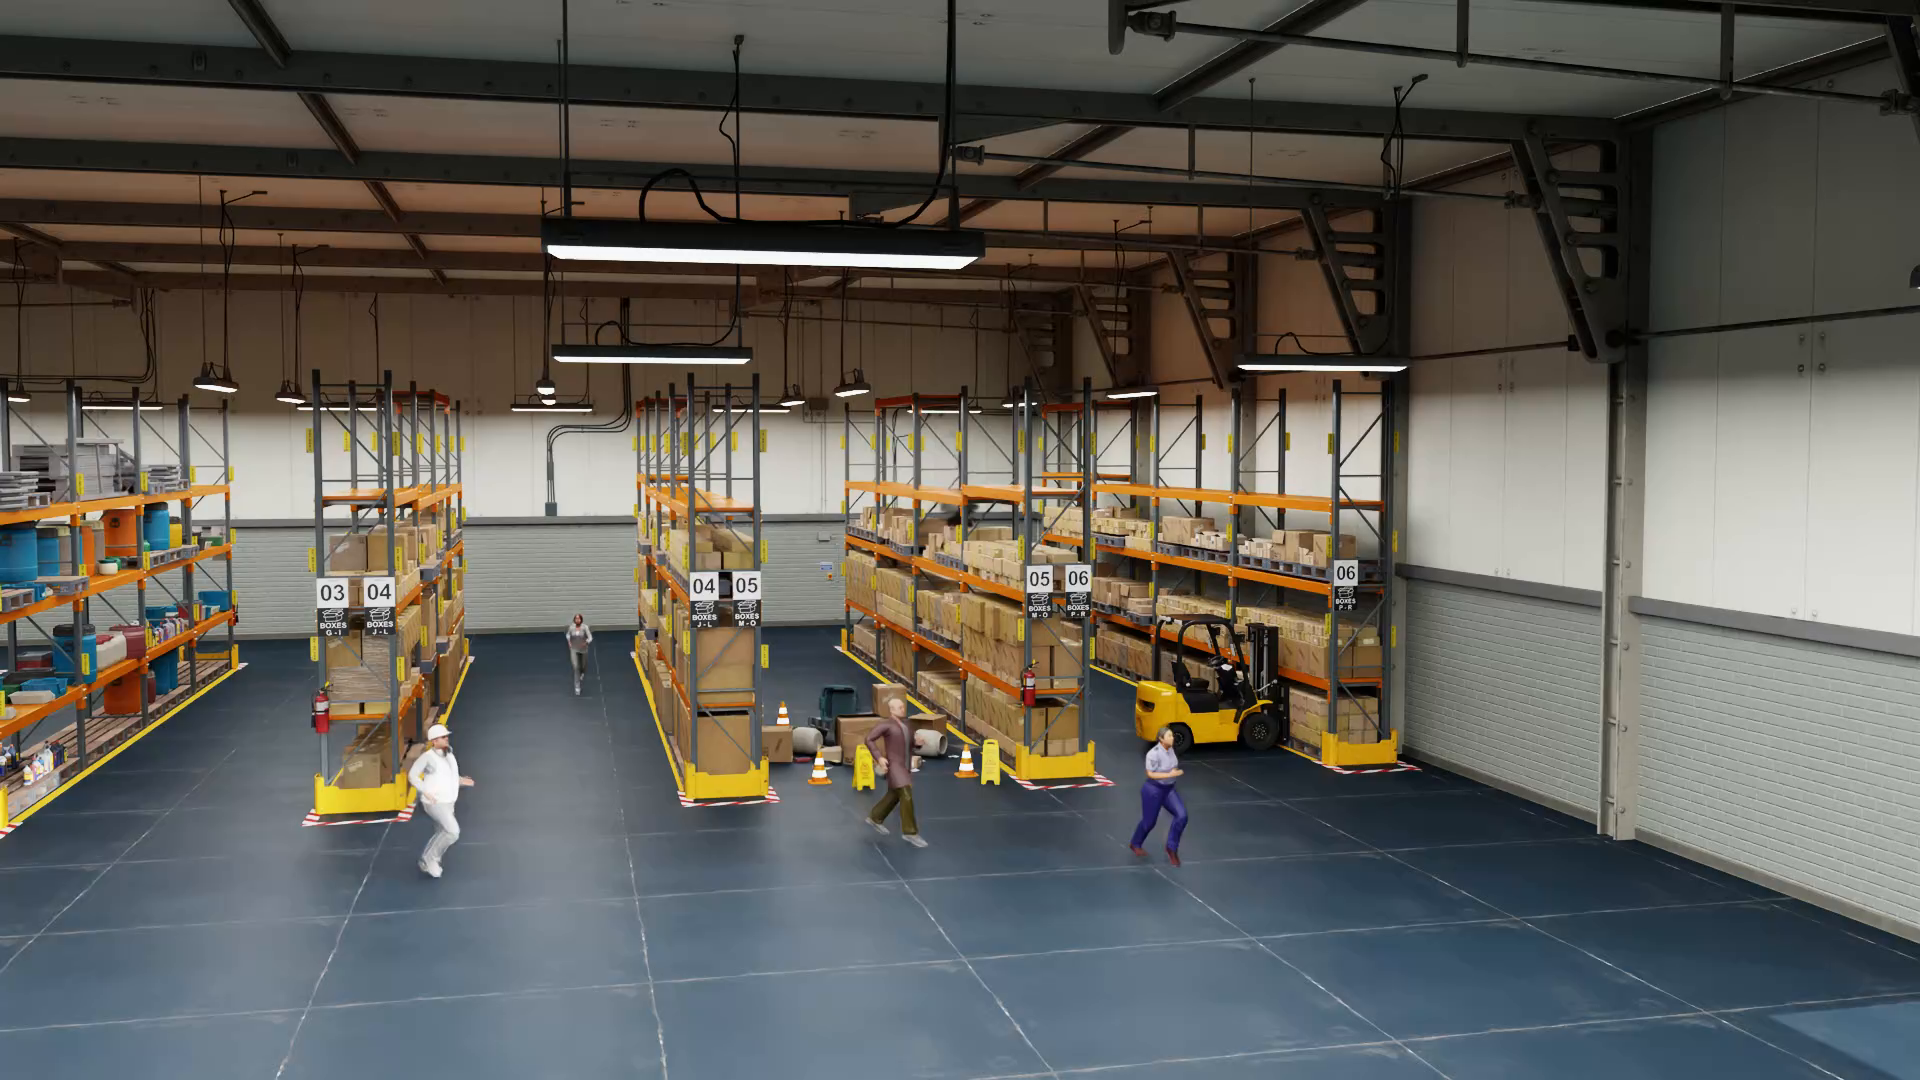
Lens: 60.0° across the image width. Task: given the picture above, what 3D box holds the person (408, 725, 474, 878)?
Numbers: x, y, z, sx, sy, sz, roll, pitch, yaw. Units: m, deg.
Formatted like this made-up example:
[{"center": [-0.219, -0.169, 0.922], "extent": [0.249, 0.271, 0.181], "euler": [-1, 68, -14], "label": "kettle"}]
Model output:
[{"center": [-5.978, 3.013, 19.218], "extent": [0.675, 1.750, 0.634], "euler": [1, 3, 14], "label": "person"}]

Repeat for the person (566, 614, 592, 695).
[{"center": [-7.699, 2.284, 33.655], "extent": [0.508, 1.579, 1.032], "euler": [-1, 3, -15], "label": "person"}]

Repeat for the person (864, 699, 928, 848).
[{"center": [-0.777, 2.890, 20.820], "extent": [0.944, 1.811, 0.689], "euler": [2, 4, 27], "label": "person"}]

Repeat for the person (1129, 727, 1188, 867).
[{"center": [2.362, 3.045, 19.859], "extent": [0.627, 1.678, 0.821], "euler": [-3, 5, -45], "label": "person"}]
